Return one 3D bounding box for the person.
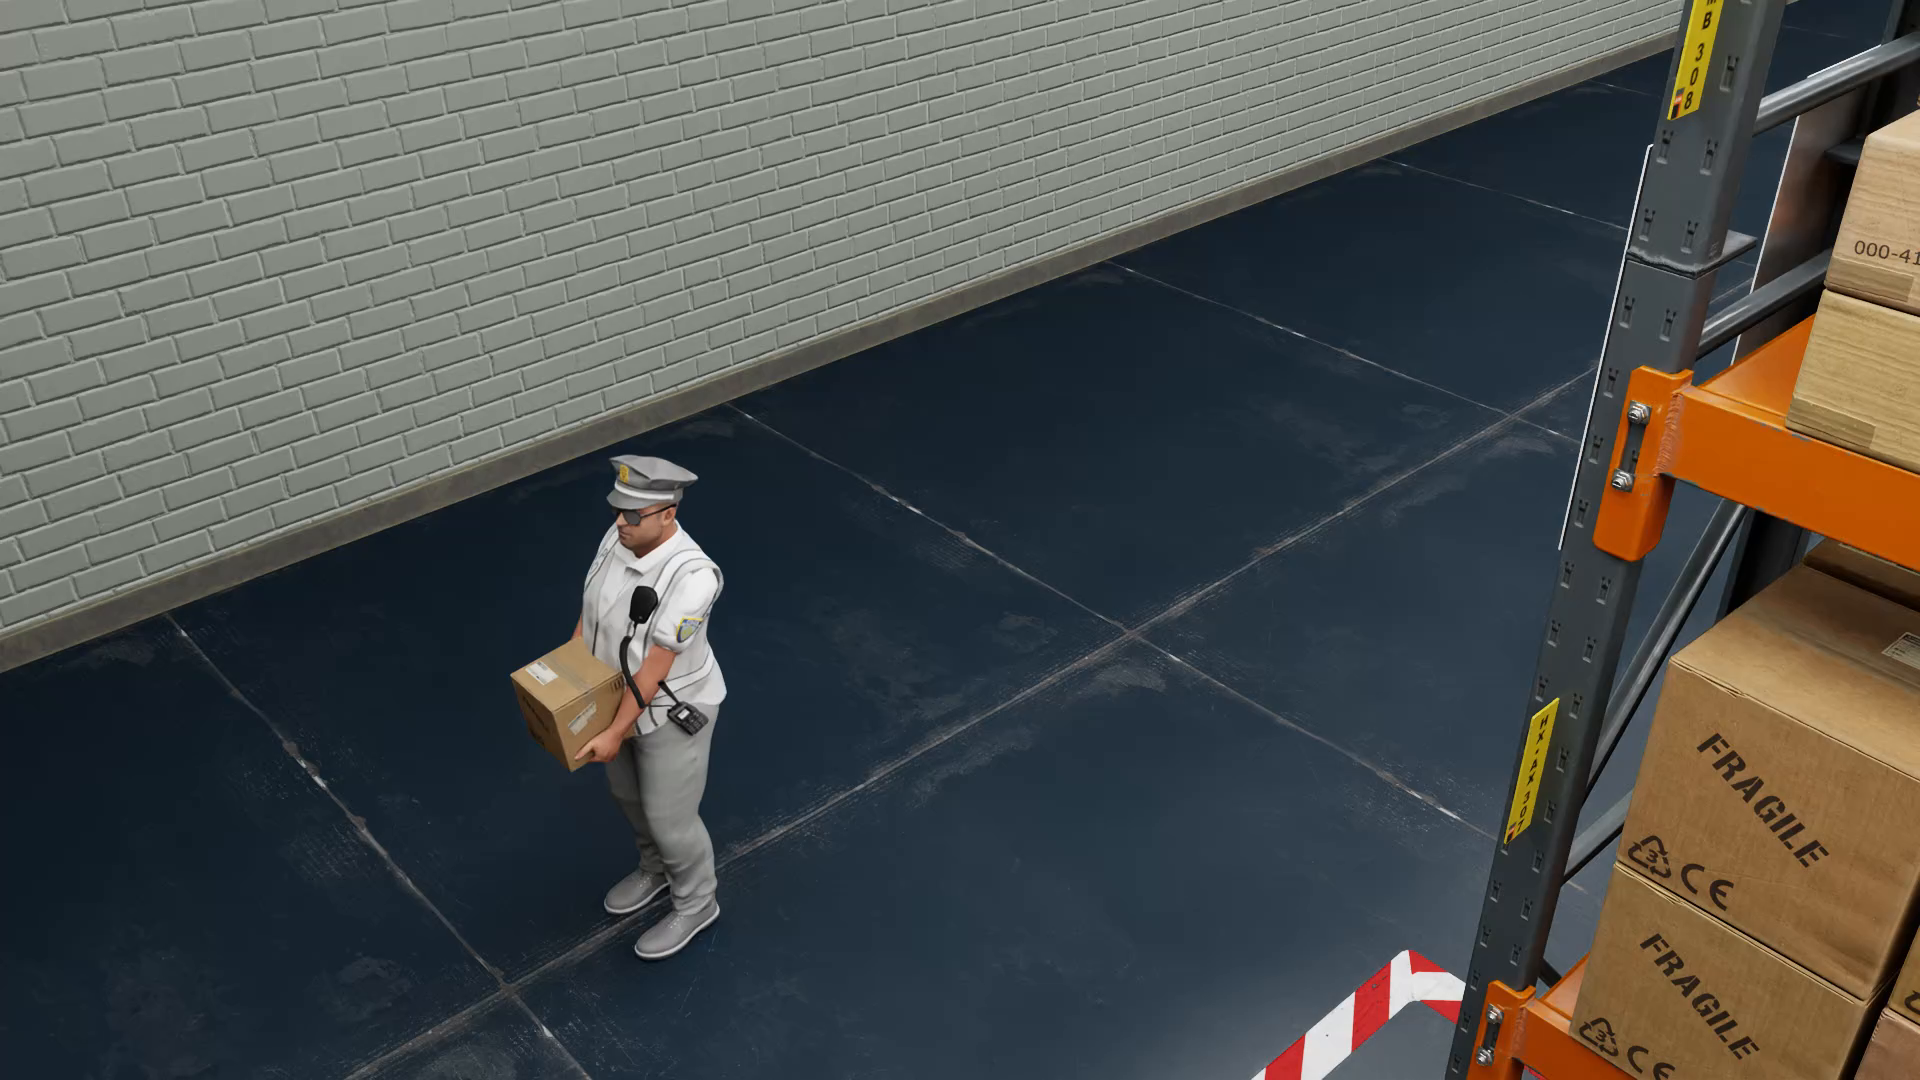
[{"bbox_3d":[-1.021,0.546,5.226,0.564,1.769,0.493,-25,40,-35],"label":"person"}]
